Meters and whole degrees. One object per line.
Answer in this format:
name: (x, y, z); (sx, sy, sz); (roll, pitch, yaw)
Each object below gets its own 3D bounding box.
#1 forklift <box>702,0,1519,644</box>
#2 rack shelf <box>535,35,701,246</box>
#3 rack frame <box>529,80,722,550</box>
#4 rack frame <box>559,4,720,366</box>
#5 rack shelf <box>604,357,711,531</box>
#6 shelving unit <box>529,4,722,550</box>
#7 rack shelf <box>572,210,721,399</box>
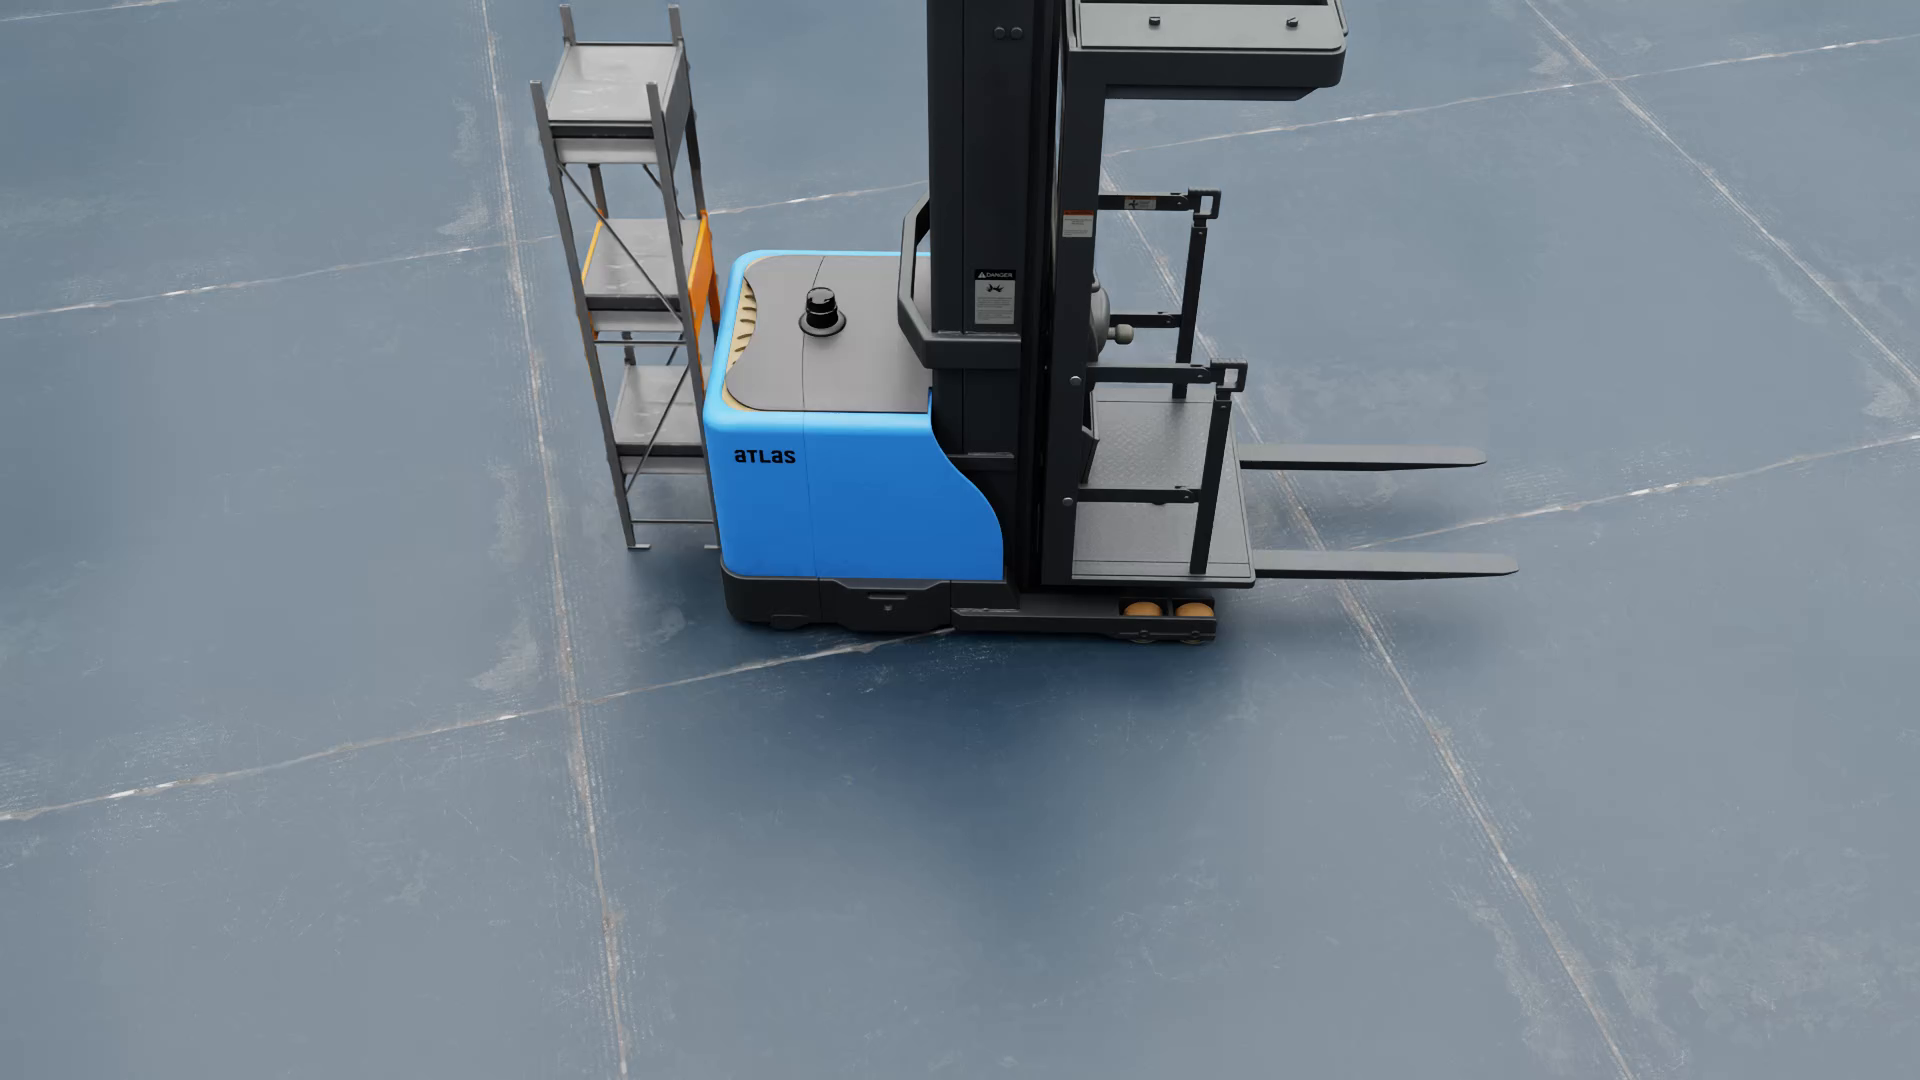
forklift: (0.622, -1.016, 5.693); (3.031, 2.935, 1.130); (1, 46, 1)
rack shelf: (-1.144, -1.357, 5.647); (0.431, 0.518, 0.480); (1, 46, 1)
rack frame: (-1.146, -0.702, 5.967); (0.400, 2.100, 0.015); (1, 46, 1)
rack frame: (-1.136, -1.051, 6.308); (0.400, 2.100, 0.015); (1, 46, 1)
rack shelf: (-1.138, -0.377, 6.647); (0.431, 0.518, 0.480); (1, 46, 1)
shelving unit: (-1.141, -0.876, 6.137); (0.431, 2.100, 0.503); (1, 46, 1)
rack shelf: (-1.141, -0.867, 6.147); (0.431, 0.518, 0.480); (1, 46, 1)
